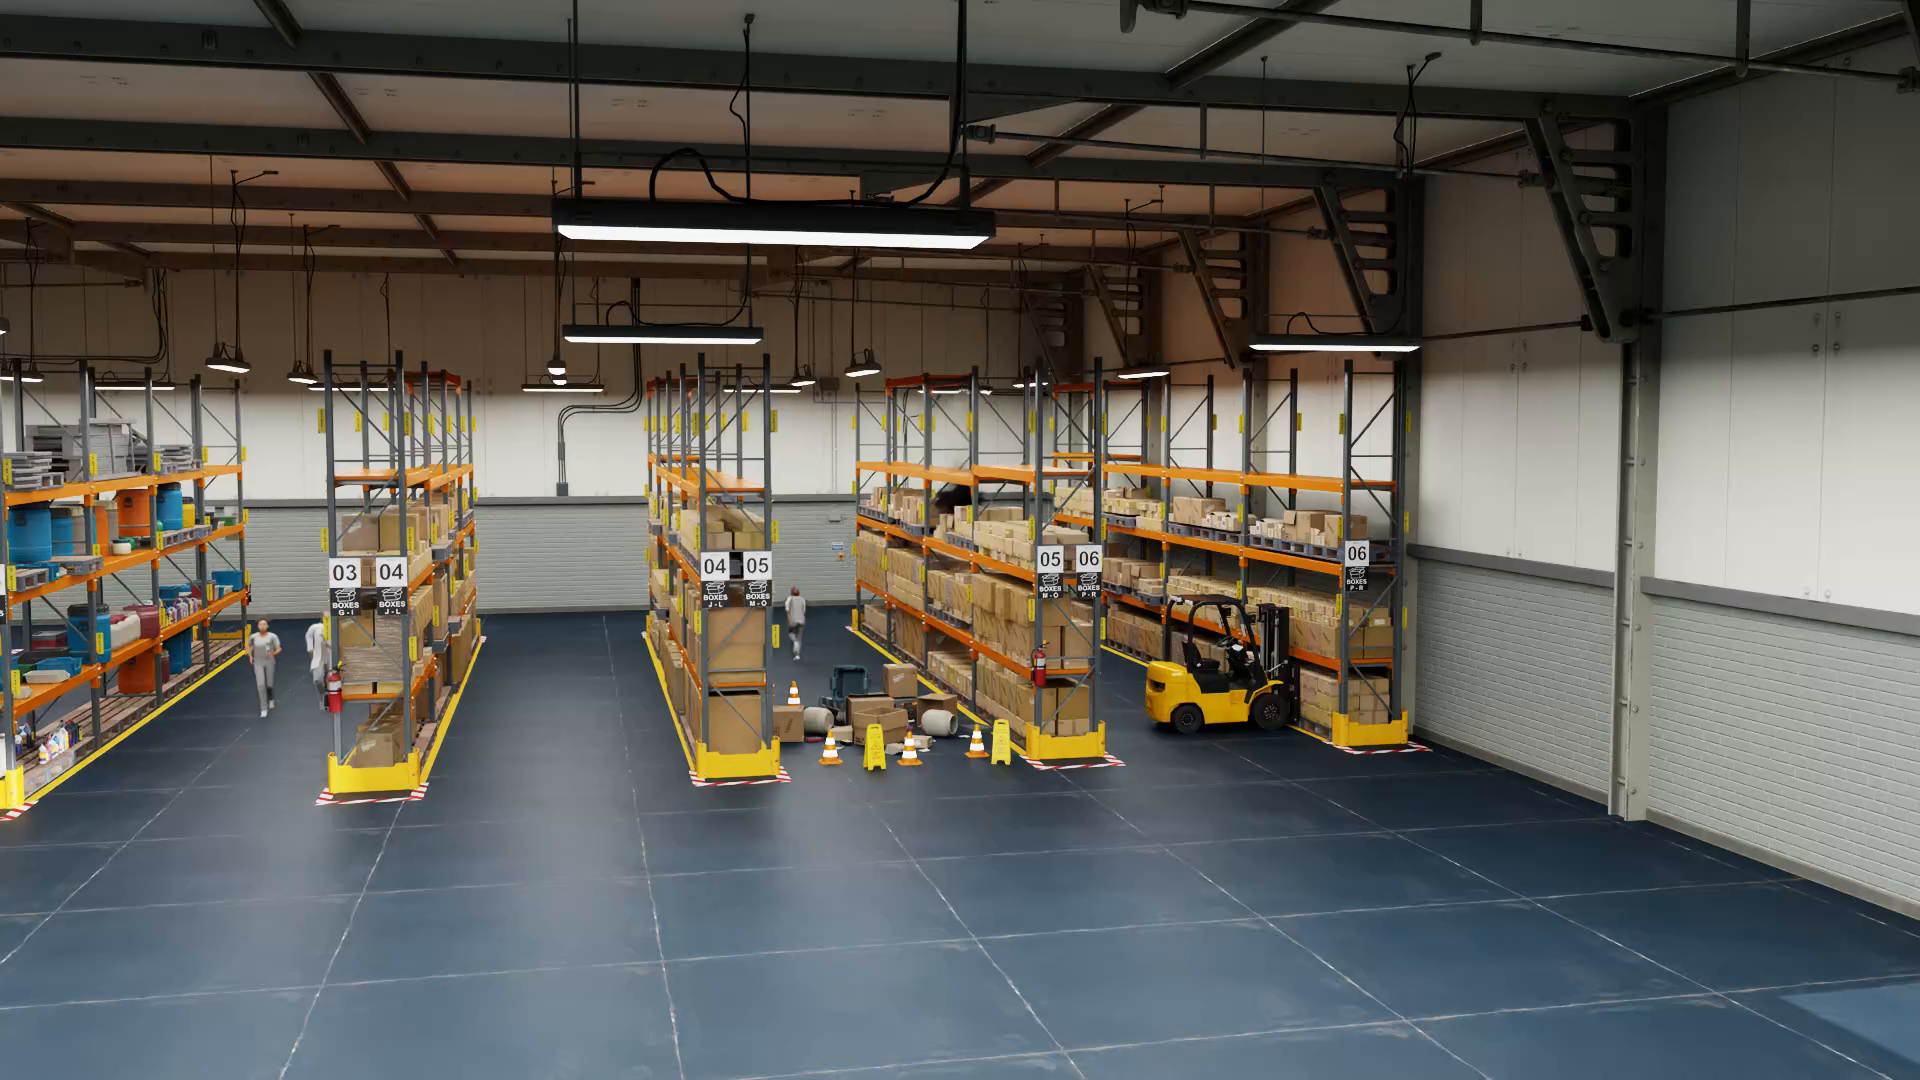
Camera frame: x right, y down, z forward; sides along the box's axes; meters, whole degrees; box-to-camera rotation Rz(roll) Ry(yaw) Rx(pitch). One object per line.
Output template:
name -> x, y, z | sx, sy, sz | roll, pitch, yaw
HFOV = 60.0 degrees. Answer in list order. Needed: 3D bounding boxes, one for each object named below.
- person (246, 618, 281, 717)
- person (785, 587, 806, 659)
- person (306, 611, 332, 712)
person -> -12.024, 2.189, 28.730 | 0.570, 1.642, 0.805 | -1, 4, -18
person -> -3.525, 1.768, 35.522 | 0.515, 1.533, 0.704 | -1, 4, -18
person -> -11.039, 2.112, 28.963 | 0.691, 1.761, 0.799 | -1, 4, -14
